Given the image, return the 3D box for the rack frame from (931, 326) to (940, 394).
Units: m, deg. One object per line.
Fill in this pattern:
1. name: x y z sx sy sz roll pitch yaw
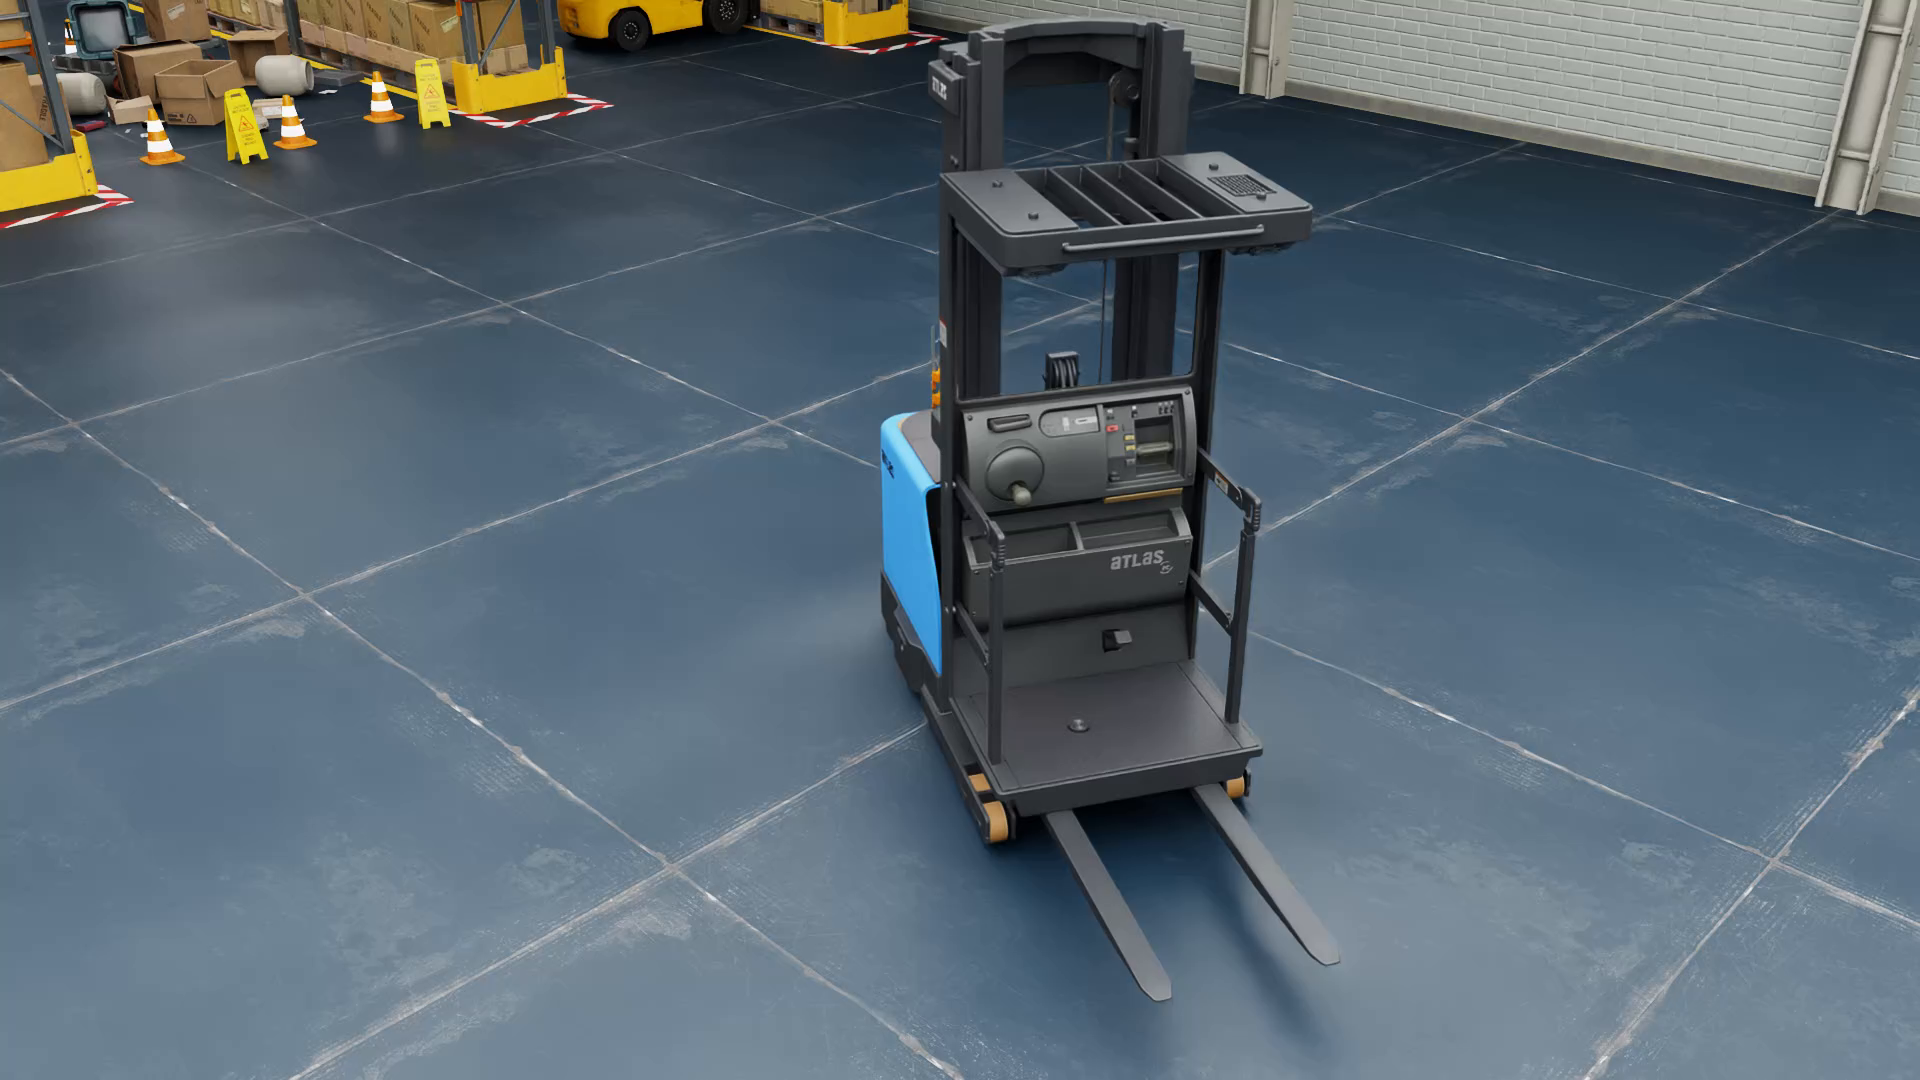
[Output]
1. rack frame: -0.055 -0.556 8.519 0.006 1.200 0.240 25 36 38

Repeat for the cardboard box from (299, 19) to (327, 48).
1. cardboard box: -7.265 -5.895 19.242 0.500 0.250 0.500 23 35 36

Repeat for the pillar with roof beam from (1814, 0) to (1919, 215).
1. pillar with roof beam: 4.507 -5.389 9.330 0.400 9.000 9.100 25 36 38

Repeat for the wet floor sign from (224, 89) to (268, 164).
1. wet floor sign: -6.634 -3.833 15.347 0.232 0.644 0.267 18 33 30

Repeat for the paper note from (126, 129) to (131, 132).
1. paper note: -8.220 -4.043 16.428 0.032 0.001 0.123 -7 29 -14

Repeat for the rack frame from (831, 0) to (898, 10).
1. rack frame: -1.167 -7.552 19.889 0.127 3.000 1.000 25 36 38

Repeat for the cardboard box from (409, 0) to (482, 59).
1. cardboard box: -5.399 -5.379 17.454 0.500 0.500 0.500 25 37 39

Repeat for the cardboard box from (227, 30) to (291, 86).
1. cardboard box: -7.687 -5.302 18.293 0.500 0.500 0.500 -3 28 -5

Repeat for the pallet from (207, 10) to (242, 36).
1. pallet: -8.927 -6.626 21.124 1.213 0.211 1.003 25 36 38

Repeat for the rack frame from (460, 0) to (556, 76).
1. rack frame: -4.645 -5.903 16.754 0.127 3.000 1.000 25 36 38

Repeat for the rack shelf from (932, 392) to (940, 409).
1. rack shelf: 0.010 -0.699 8.371 0.180 0.103 0.258 25 36 38

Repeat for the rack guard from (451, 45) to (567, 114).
1. rack guard: -4.699 -4.822 17.383 0.348 0.500 1.175 25 36 38

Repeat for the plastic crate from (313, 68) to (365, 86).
1. plastic crate: -6.952 -5.132 18.424 0.583 0.080 0.402 12 30 22

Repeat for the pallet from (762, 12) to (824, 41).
1. pallet: -1.742 -6.553 20.986 1.213 0.211 1.003 25 36 38

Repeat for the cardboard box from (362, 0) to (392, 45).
1. cardboard box: -6.128 -5.715 18.093 0.500 0.500 0.500 24 36 37

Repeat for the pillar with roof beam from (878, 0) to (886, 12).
1. pillar with roof beam: -4.050 -9.305 16.777 0.400 9.000 9.100 25 36 38

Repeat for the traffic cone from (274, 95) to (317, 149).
1. traffic cone: -6.391 -4.013 15.885 0.334 0.463 0.336 25 36 38

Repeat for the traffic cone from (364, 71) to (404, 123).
1. traffic cone: -5.856 -4.493 16.797 0.334 0.463 0.336 25 36 38

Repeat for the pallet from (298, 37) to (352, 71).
1. pallet: -6.993 -5.767 19.491 1.213 0.211 1.003 25 36 38

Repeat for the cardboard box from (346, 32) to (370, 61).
1. cardboard box: -6.497 -5.553 18.590 0.500 0.250 0.500 24 36 38

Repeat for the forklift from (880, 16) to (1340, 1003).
1. forklift: 0.530 -0.317 6.203 1.130 2.935 3.031 -8 29 -14

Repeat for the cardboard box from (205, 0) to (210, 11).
1. cardboard box: -9.421 -7.111 21.422 0.625 0.372 0.950 24 36 37

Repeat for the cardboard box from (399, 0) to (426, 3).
1. cardboard box: -5.708 -5.764 17.489 0.380 0.149 0.250 -24 36 -38

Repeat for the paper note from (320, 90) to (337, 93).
1. paper note: -6.802 -4.836 17.914 0.148 0.019 0.142 12 30 22

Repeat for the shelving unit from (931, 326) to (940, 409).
1. shelving unit: 0.010 -0.526 8.462 0.189 1.200 0.258 25 36 38

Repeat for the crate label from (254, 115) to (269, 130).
1. crate label: -6.995 -4.105 16.410 0.298 0.136 0.250 7 29 13

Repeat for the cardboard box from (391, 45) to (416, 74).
1. cardboard box: -5.773 -5.218 17.954 0.500 0.250 0.500 25 37 39

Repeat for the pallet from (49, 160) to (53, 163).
1. pallet: -8.668 -3.228 14.663 1.213 0.211 1.003 25 36 38

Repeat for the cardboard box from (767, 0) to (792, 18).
1. cardboard box: -2.072 -6.735 20.838 0.500 0.250 0.500 25 36 38

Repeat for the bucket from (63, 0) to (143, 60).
1. bucket: -9.182 -5.477 17.828 0.726 0.611 0.620 -13 20 -22

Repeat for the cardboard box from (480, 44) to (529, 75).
1. cardboard box: -5.026 -5.227 17.971 0.500 0.250 0.500 24 36 38

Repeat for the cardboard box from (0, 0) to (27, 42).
1. cardboard box: -8.339 -4.400 13.734 0.550 0.550 0.875 25 36 38

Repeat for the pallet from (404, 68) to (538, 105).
1. pallet: -5.253 -4.971 17.976 1.213 0.211 1.003 25 36 38

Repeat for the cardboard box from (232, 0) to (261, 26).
1. cardboard box: -8.388 -6.635 20.518 0.950 0.372 0.625 -23 35 -36

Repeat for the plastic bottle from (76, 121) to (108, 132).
1. plastic bottle: -8.614 -4.117 16.514 0.133 0.061 0.283 12 30 22

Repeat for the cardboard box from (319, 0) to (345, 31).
1. cardboard box: -6.875 -6.056 18.742 0.500 0.500 0.500 -24 36 -37

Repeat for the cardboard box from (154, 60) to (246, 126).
1. cardboard box: -7.672 -4.531 16.827 0.637 0.503 0.797 2 28 4

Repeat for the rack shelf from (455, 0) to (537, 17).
1. rack shelf: -6.071 -6.237 18.162 4.000 0.370 1.077 25 36 38

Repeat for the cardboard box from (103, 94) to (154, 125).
1. cardboard box: -8.378 -4.373 16.781 0.396 0.266 0.258 -18 33 -31

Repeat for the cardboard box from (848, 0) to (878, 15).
1. cardboard box: -1.380 -6.746 20.859 0.500 0.250 0.500 25 37 39

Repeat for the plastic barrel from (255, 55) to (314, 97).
1. plastic barrel: -7.179 -4.935 17.680 0.512 0.421 0.421 -3 28 -5

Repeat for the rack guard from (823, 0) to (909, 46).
1. rack guard: -1.150 -6.438 20.456 0.348 0.500 1.175 25 36 38
